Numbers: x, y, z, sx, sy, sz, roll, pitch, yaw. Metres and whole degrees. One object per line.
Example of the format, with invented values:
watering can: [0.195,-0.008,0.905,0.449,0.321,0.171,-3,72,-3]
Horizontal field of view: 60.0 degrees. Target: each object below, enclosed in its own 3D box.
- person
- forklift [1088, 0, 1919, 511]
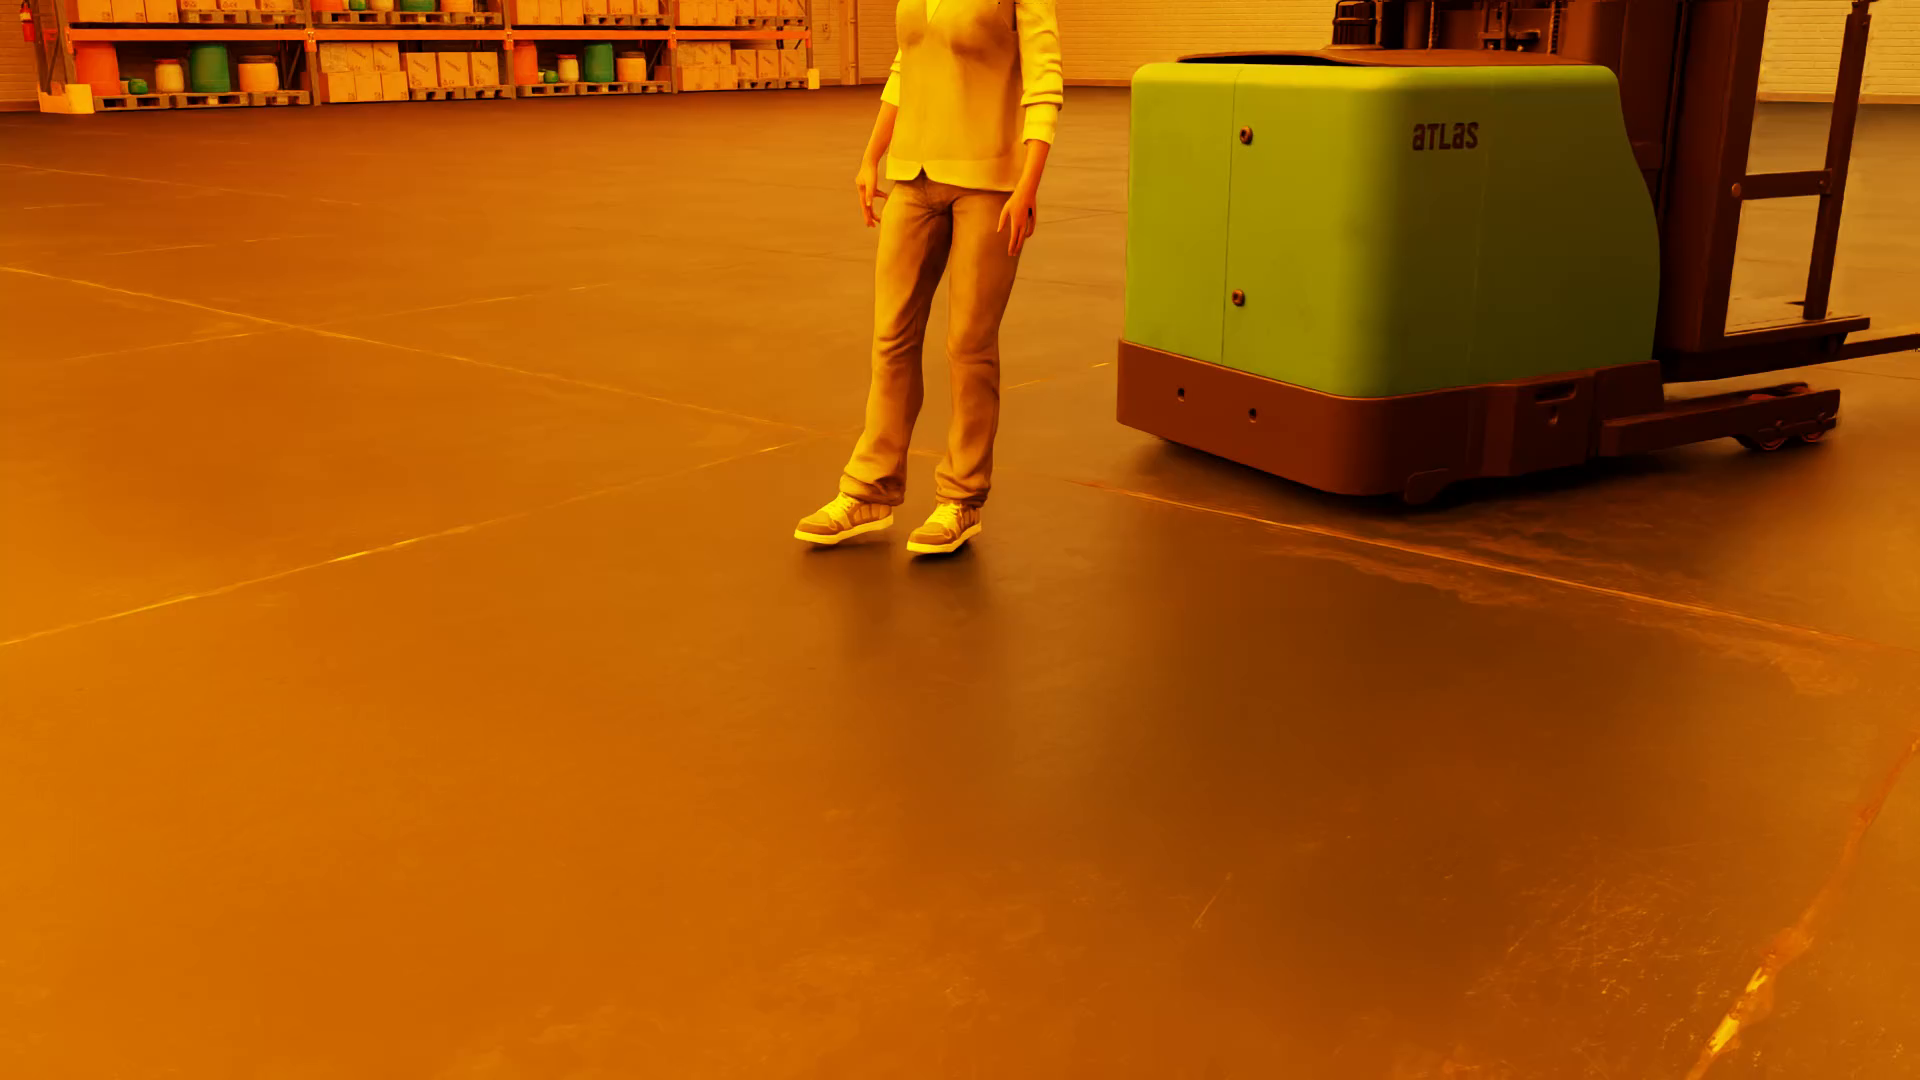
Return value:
person: [-0.058,-0.757,3.661,0.521,1.598,0.473,13,21,37]
forklift: [1.903,-1.767,4.715,3.031,2.935,1.130,-10,19,-29]
